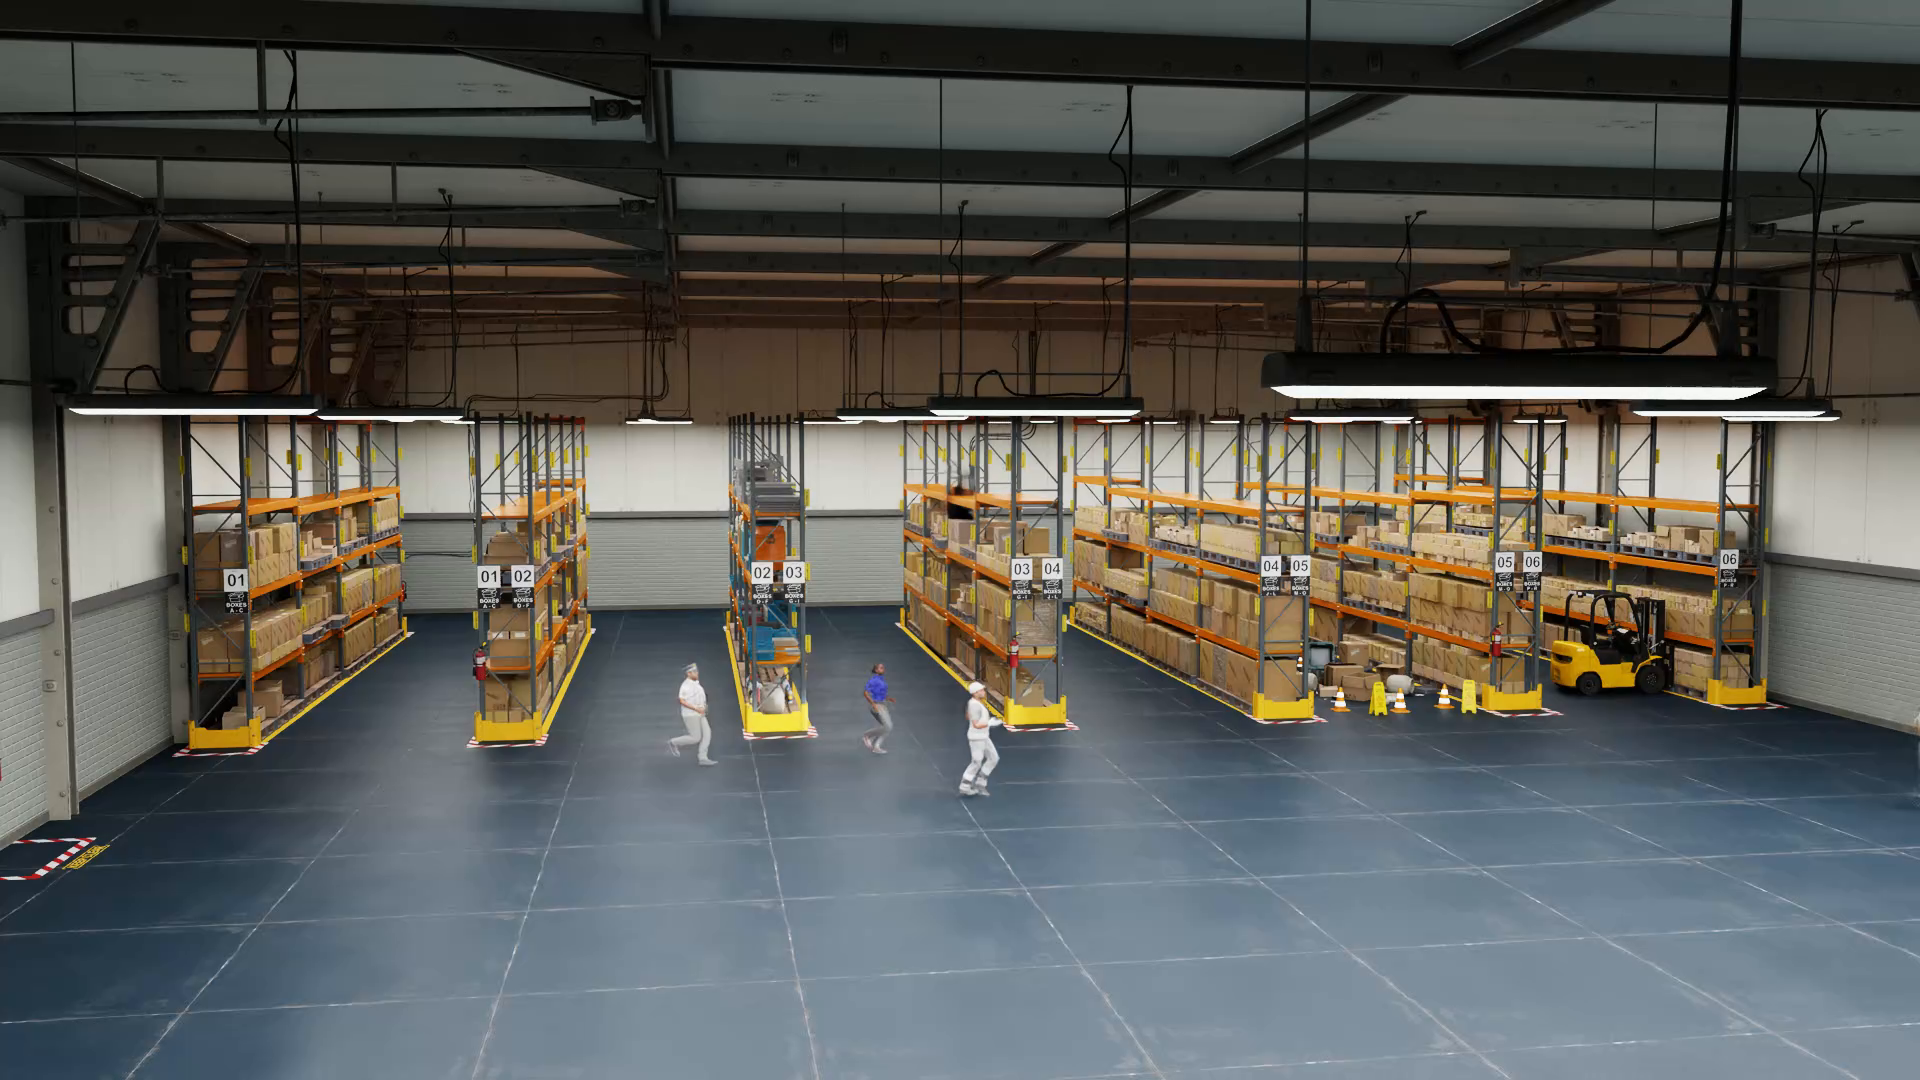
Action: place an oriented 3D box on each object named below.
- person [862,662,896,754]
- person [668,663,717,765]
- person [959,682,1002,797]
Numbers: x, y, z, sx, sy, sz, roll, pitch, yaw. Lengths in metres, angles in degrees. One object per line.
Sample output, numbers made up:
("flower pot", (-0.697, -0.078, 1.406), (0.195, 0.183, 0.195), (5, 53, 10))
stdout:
("person", (-1.413, 2.943, 29.140), (0.559, 1.615, 0.582), (1, 4, 17))
("person", (-4.519, 2.943, 28.180), (0.829, 1.743, 0.677), (1, 4, 14))
("person", (0.288, 3.089, 25.660), (0.600, 1.809, 0.635), (1, 4, 11))
